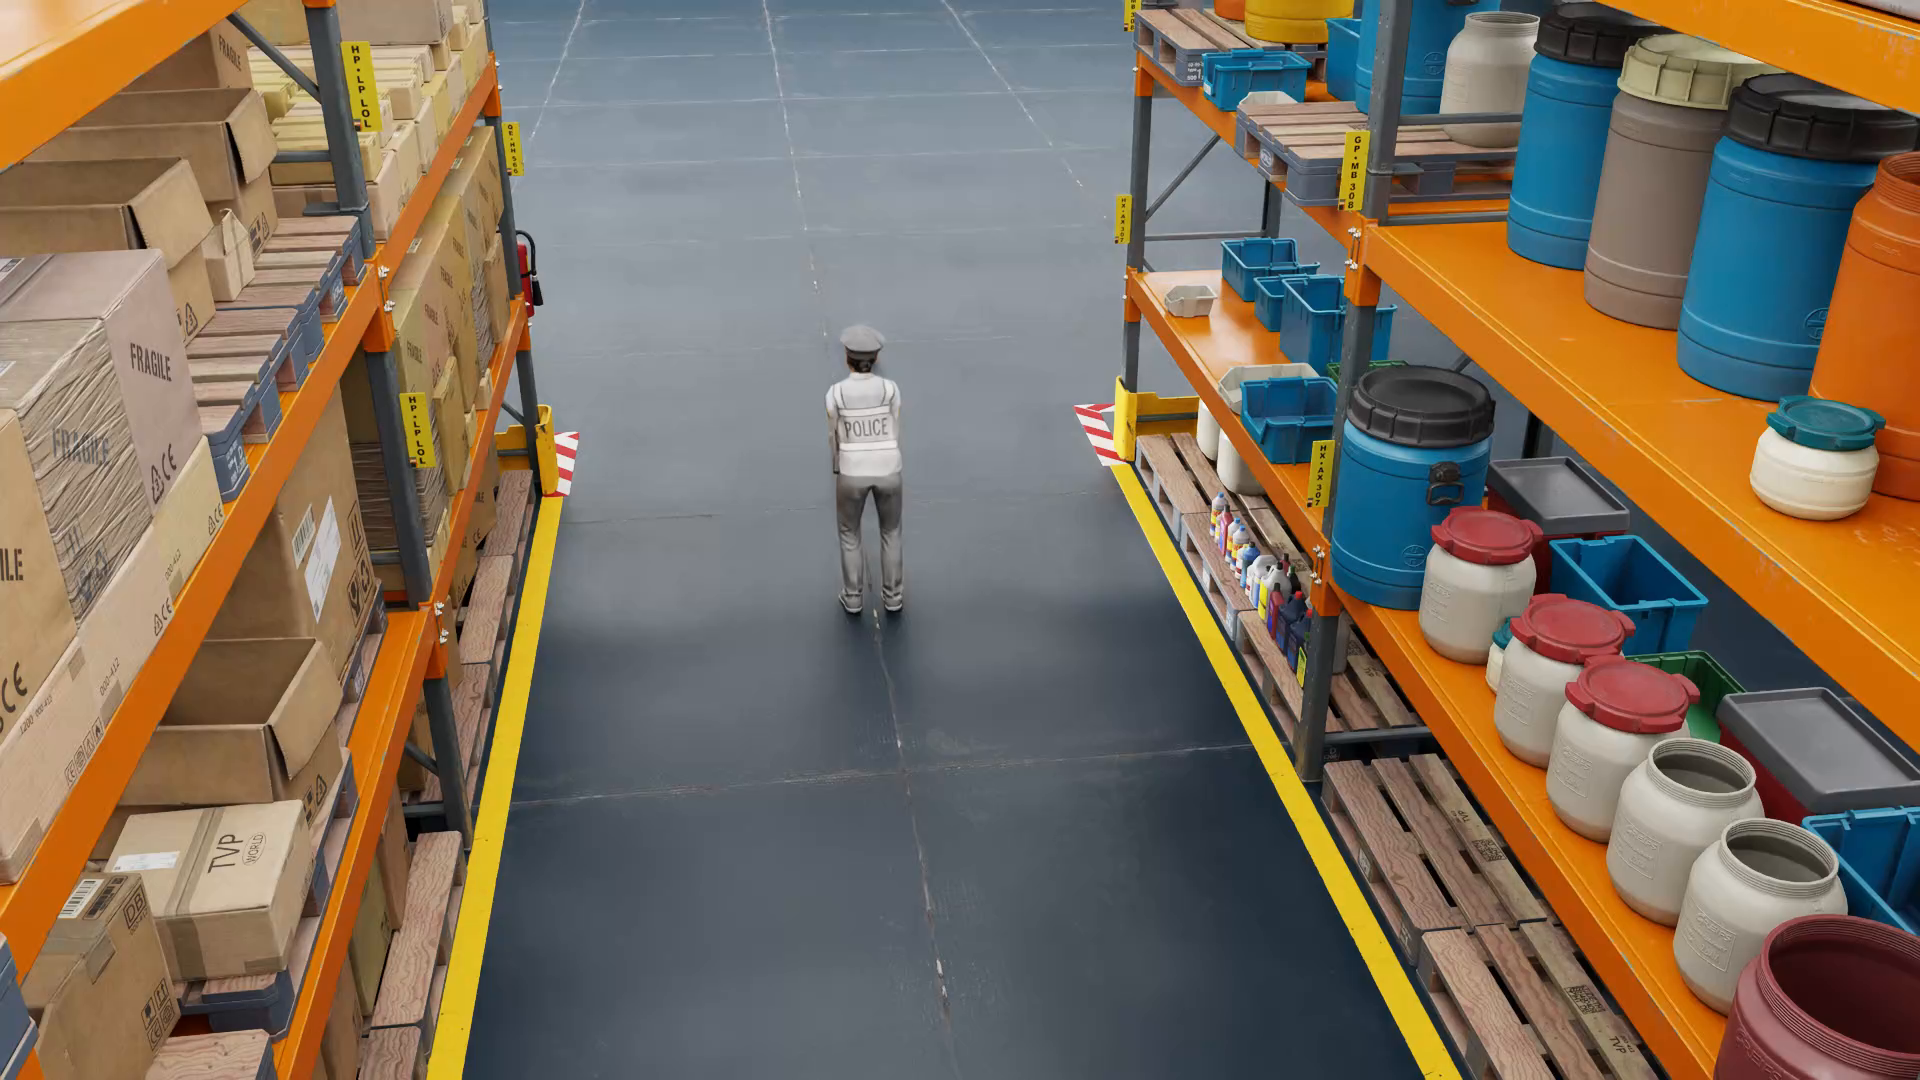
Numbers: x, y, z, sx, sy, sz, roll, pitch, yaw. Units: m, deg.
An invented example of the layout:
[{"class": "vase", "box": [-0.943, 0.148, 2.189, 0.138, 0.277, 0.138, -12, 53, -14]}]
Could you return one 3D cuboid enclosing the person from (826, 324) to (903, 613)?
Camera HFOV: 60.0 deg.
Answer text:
[{"class": "person", "box": [-0.539, -0.399, 9.399, 0.416, 1.665, 0.541, -4, 28, -8]}]
